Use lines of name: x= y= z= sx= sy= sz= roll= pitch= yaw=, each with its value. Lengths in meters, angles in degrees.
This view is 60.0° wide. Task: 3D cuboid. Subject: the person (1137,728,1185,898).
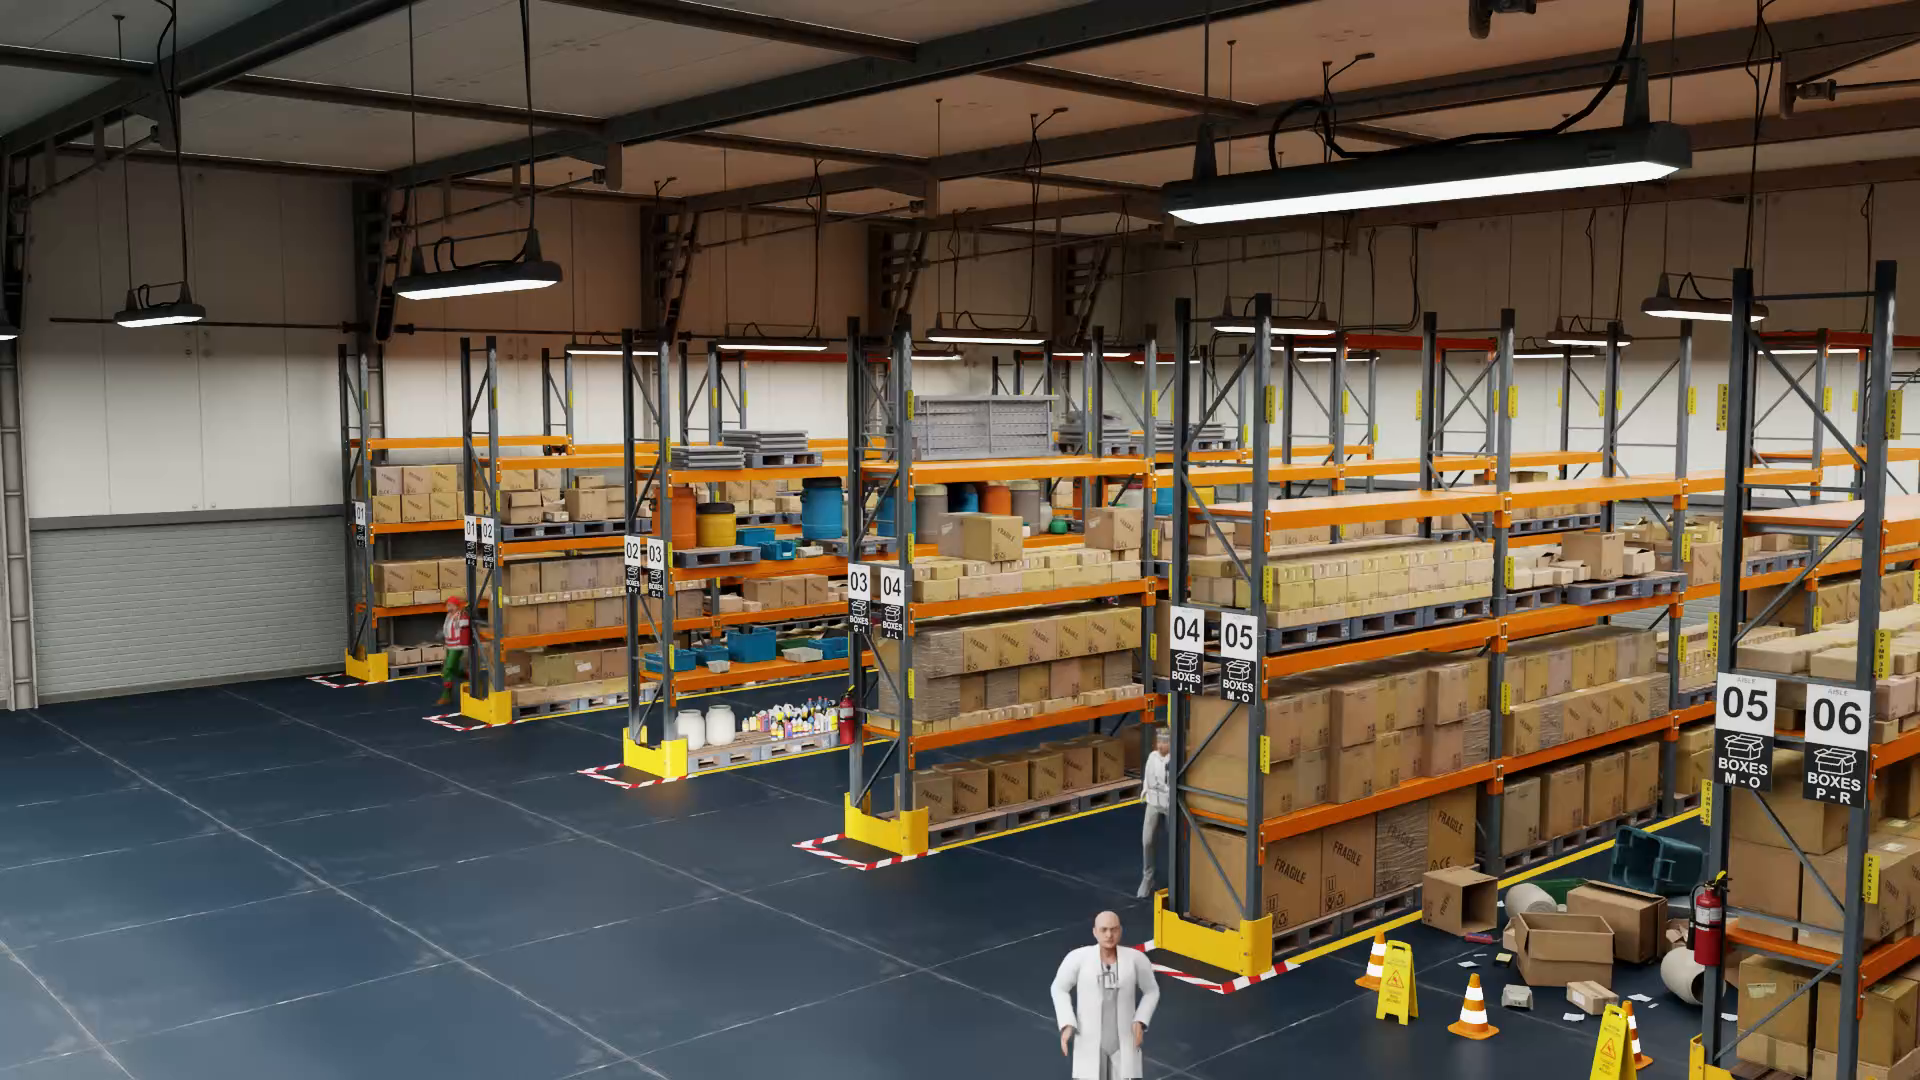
person: x=2.118 y=2.777 z=17.182 sx=0.598 sy=1.738 sz=0.753 roll=3 pitch=6 yaw=30

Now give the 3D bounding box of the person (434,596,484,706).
person: x=-8.353 y=1.813 z=27.629 sx=0.911 sy=1.785 sz=0.694 roll=-4 pitch=7 yaw=-40

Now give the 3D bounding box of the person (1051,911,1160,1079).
person: x=0.975 y=3.315 z=11.065 sx=0.724 sy=1.727 sz=0.643 roll=0 pitch=5 yaw=-2
